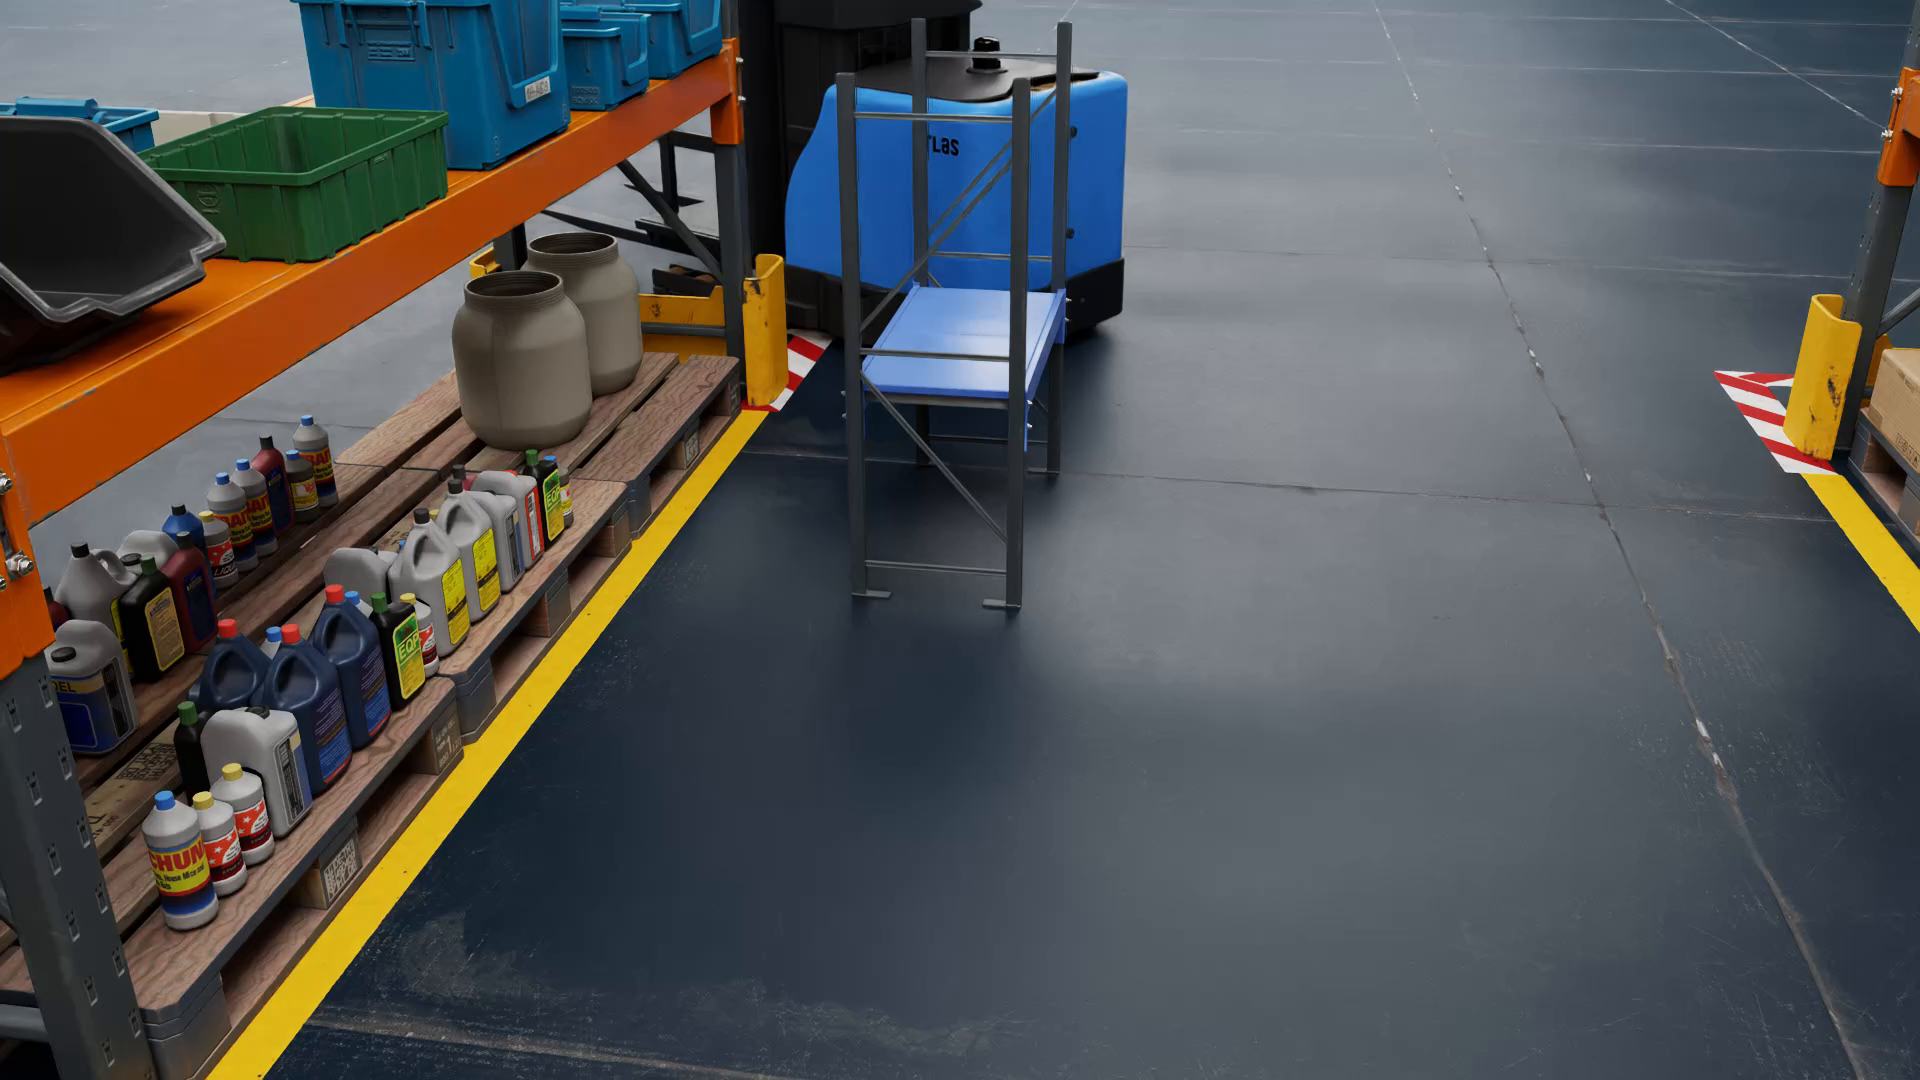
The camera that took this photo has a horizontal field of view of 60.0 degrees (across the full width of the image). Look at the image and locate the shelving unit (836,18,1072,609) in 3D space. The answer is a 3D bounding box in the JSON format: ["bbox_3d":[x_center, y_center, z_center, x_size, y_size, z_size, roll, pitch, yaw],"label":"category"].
[{"bbox_3d":[0.014,-0.715,5.008,0.538,1.500,1.048,4,25,9],"label":"shelving unit"}]

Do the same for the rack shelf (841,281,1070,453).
[{"bbox_3d":[0.014,-0.552,5.085,0.538,0.185,1.000,4,25,9],"label":"rack shelf"}]

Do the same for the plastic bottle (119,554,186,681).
[{"bbox_3d":[-1.950,0.185,4.002,0.061,0.283,0.133,4,25,9],"label":"plastic bottle"}]

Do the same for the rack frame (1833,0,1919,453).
[{"bbox_3d":[3.580,-1.666,5.271,1.000,3.000,0.127,4,25,9],"label":"rack frame"}]

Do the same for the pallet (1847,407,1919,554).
[{"bbox_3d":[3.496,-0.080,5.172,1.003,0.211,1.213,4,25,9],"label":"pallet"}]

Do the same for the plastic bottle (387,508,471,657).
[{"bbox_3d":[-1.319,0.097,4.110,0.144,0.351,0.185,4,25,8],"label":"plastic bottle"}]

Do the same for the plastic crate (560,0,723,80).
[{"bbox_3d":[-1.093,-1.713,5.547,0.499,0.251,0.616,4,25,9],"label":"plastic crate"}]

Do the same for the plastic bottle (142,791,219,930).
[{"bbox_3d":[-1.476,0.596,3.138,0.097,0.271,0.097,0,25,0],"label":"plastic bottle"}]

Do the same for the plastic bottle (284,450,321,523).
[{"bbox_3d":[-1.927,-0.163,4.841,0.097,0.201,0.097,0,25,0],"label":"plastic bottle"}]

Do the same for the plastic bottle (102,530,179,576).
[{"bbox_3d":[-2.025,0.124,4.140,0.152,0.276,0.135,4,25,9],"label":"plastic bottle"}]

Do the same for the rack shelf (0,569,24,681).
[{"bbox_3d":[-2.287,0.825,0.799,1.077,0.370,4.000,4,25,9],"label":"rack shelf"}]

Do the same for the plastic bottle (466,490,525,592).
[{"bbox_3d":[-1.265,-0.016,4.440,0.152,0.276,0.135,3,25,7],"label":"plastic bottle"}]

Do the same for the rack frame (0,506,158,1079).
[{"bbox_3d":[-1.963,-0.338,2.434,0.949,2.616,0.053,4,25,9],"label":"rack frame"}]

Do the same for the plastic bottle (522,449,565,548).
[{"bbox_3d":[-1.175,-0.131,4.677,0.061,0.283,0.133,5,25,10],"label":"plastic bottle"}]

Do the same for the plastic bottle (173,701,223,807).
[{"bbox_3d":[-1.555,0.446,3.444,0.061,0.283,0.133,4,25,9],"label":"plastic bottle"}]

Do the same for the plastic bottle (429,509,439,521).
[{"bbox_3d":[-1.391,0.017,4.458,0.097,0.201,0.097,0,25,0],"label":"plastic bottle"}]

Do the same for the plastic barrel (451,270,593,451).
[{"bbox_3d":[-1.420,-0.584,5.398,0.421,0.512,0.421,0,25,0],"label":"plastic barrel"}]

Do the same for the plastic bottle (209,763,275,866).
[{"bbox_3d":[-1.442,0.542,3.335,0.097,0.201,0.097,0,25,0],"label":"plastic bottle"}]

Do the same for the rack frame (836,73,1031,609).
[{"bbox_3d":[-0.069,-0.502,4.554,0.500,1.500,0.032,4,25,9],"label":"rack frame"}]

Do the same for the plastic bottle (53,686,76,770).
[{"bbox_3d":[-1.997,0.383,3.498,0.144,0.351,0.185,4,25,9],"label":"plastic bottle"}]

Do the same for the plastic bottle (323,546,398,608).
[{"bbox_3d":[-1.469,0.131,4.125,0.152,0.276,0.135,4,25,9],"label":"plastic bottle"}]

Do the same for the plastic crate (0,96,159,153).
[{"bbox_3d":[-2.047,-0.752,3.494,0.499,0.251,0.616,4,25,9],"label":"plastic crate"}]

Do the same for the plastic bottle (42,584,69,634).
[{"bbox_3d":[-2.122,0.253,3.857,0.061,0.283,0.133,6,26,12],"label":"plastic bottle"}]

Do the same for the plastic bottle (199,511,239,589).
[{"bbox_3d":[-1.999,0.021,4.449,0.097,0.201,0.097,0,25,0],"label":"plastic bottle"}]

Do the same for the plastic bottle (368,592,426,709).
[{"bbox_3d":[-1.320,0.239,3.886,0.061,0.283,0.133,5,26,11],"label":"plastic bottle"}]

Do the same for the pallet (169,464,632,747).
[{"bbox_3d":[-1.612,0.135,4.712,1.003,0.211,1.213,4,25,9],"label":"pallet"}]

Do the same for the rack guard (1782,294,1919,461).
[{"bbox_3d":[3.584,-0.544,5.822,1.175,0.500,0.348,4,25,9],"label":"rack guard"}]

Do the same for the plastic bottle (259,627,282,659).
[{"bbox_3d":[-1.514,0.321,3.726,0.097,0.271,0.097,0,25,0],"label":"plastic bottle"}]

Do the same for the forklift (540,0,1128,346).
[{"bbox_3d":[-0.761,-2.496,7.126,3.031,2.935,1.130,19,31,35],"label":"forklift"}]

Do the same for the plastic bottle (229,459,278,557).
[{"bbox_3d":[-1.966,-0.094,4.612,0.097,0.271,0.097,0,25,0],"label":"plastic bottle"}]

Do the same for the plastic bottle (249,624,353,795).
[{"bbox_3d":[-1.419,0.354,3.561,0.144,0.351,0.185,5,25,10],"label":"plastic bottle"}]

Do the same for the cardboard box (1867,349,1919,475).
[{"bbox_3d":[3.273,-0.402,5.318,0.500,0.250,0.500,4,25,9],"label":"cardboard box"}]

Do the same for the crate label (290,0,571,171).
[{"bbox_3d":[-1.340,-1.238,4.315,0.502,0.435,0.616,4,25,9],"label":"crate label"}]
